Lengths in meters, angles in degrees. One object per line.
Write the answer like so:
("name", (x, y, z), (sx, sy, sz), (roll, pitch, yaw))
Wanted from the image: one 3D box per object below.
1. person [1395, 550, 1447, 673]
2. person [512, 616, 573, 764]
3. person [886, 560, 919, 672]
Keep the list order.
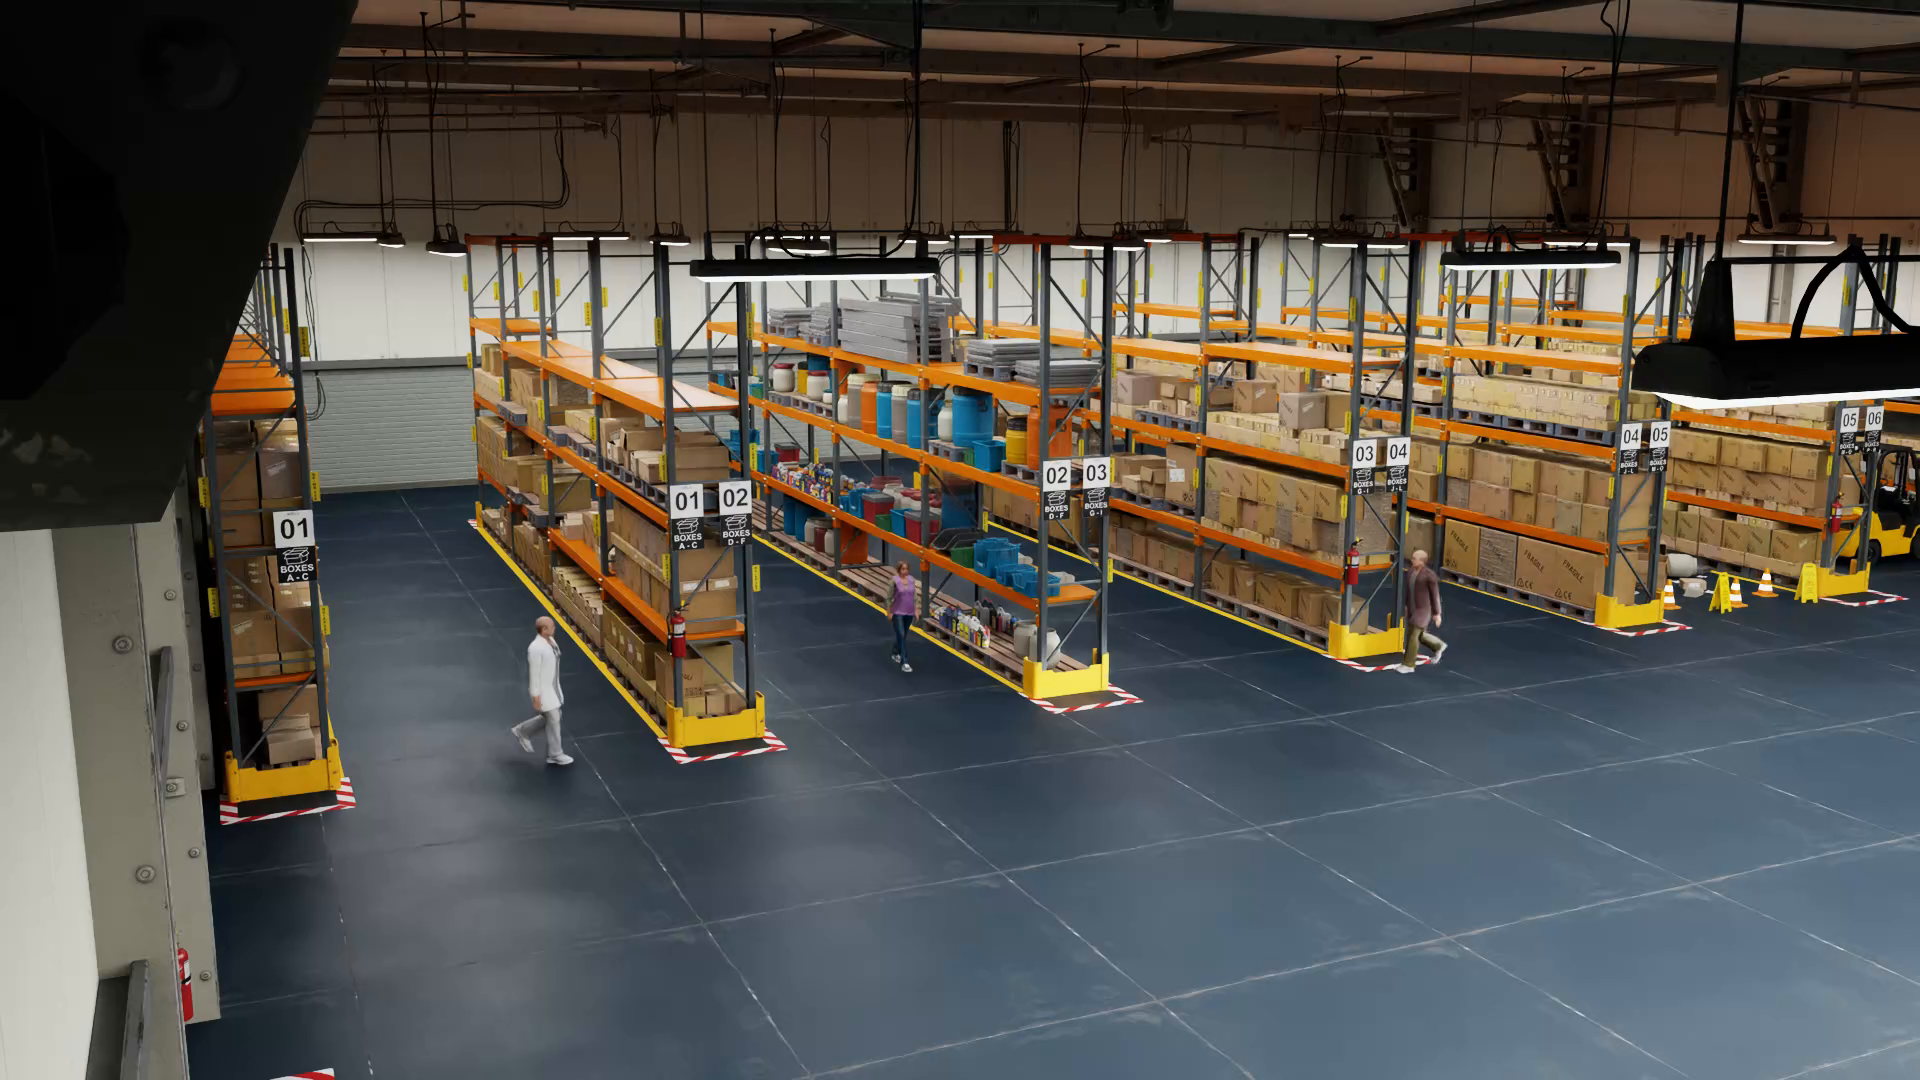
("person", (6.548, 0.962, 23.467), (1.057, 1.700, 0.650), (-6, 12, -27))
("person", (-4.922, 1.746, 19.472), (0.869, 1.736, 0.594), (3, 11, 16))
("person", (-0.783, 1.049, 23.533), (0.438, 1.549, 0.945), (-7, 13, -31))
